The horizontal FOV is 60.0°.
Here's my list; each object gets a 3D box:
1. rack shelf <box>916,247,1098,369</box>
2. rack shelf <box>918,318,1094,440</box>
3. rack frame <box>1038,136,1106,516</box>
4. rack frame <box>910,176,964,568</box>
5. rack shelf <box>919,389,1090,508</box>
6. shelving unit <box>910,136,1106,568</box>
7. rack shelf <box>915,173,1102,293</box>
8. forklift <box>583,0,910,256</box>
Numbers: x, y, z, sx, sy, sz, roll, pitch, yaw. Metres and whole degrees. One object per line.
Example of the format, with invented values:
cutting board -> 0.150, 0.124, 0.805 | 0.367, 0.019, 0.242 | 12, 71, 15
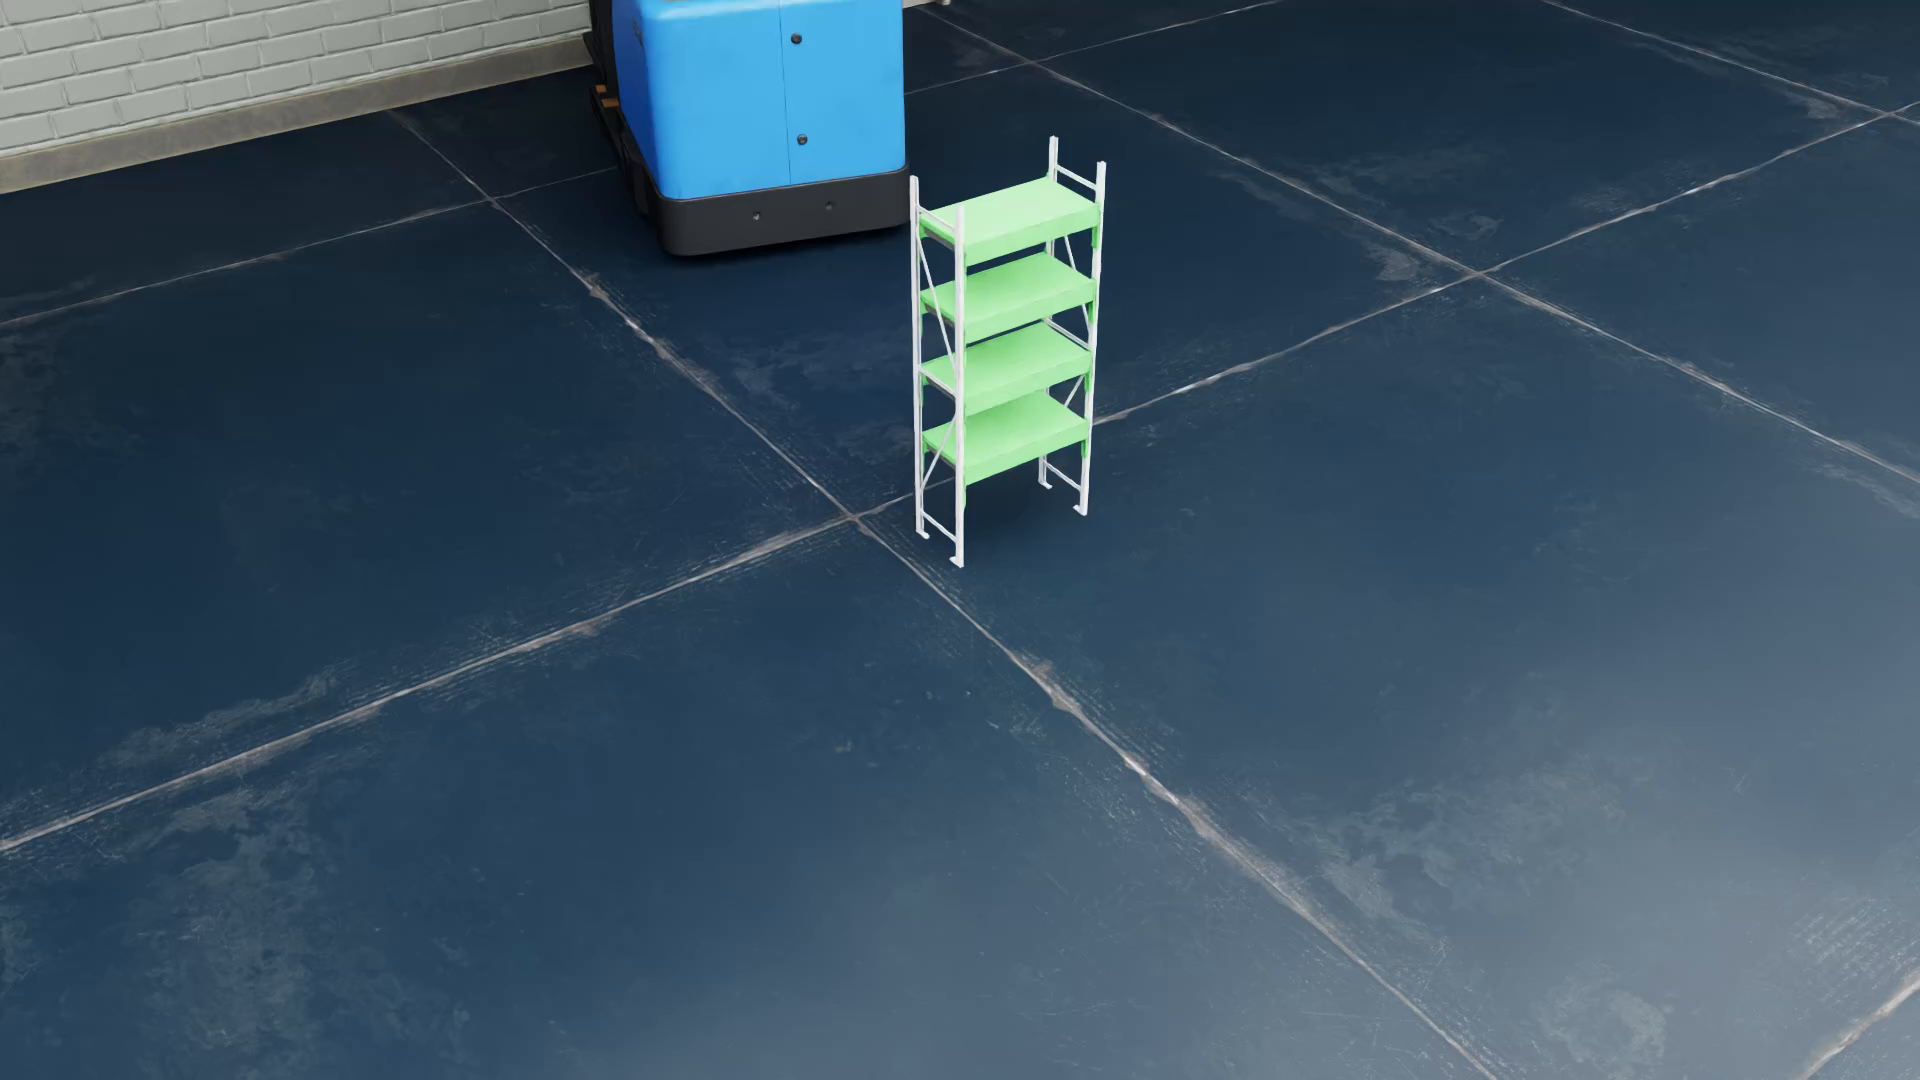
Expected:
rack shelf -> 0.135, -0.686, 4.874 | 0.480, 0.148, 0.258 | -22, 41, -28
rack shelf -> 0.135, -0.491, 5.014 | 0.480, 0.148, 0.258 | -22, 41, -28
rack frame -> 0.335, -0.625, 5.091 | 0.015, 1.200, 0.240 | -22, 41, -28
rack frame -> -0.064, -0.461, 4.863 | 0.015, 1.200, 0.240 | -22, 41, -28
rack shelf -> 0.135, -0.296, 5.155 | 0.480, 0.148, 0.258 | -22, 41, -28
shelving unit -> 0.135, -0.543, 4.977 | 0.503, 1.200, 0.258 | -22, 41, -28
rack shelf -> 0.135, -0.881, 4.734 | 0.480, 0.148, 0.258 | -22, 41, -28
forklift -> -1.164, -3.198, 7.186 | 1.130, 2.935, 3.031 | -11, 37, -15
